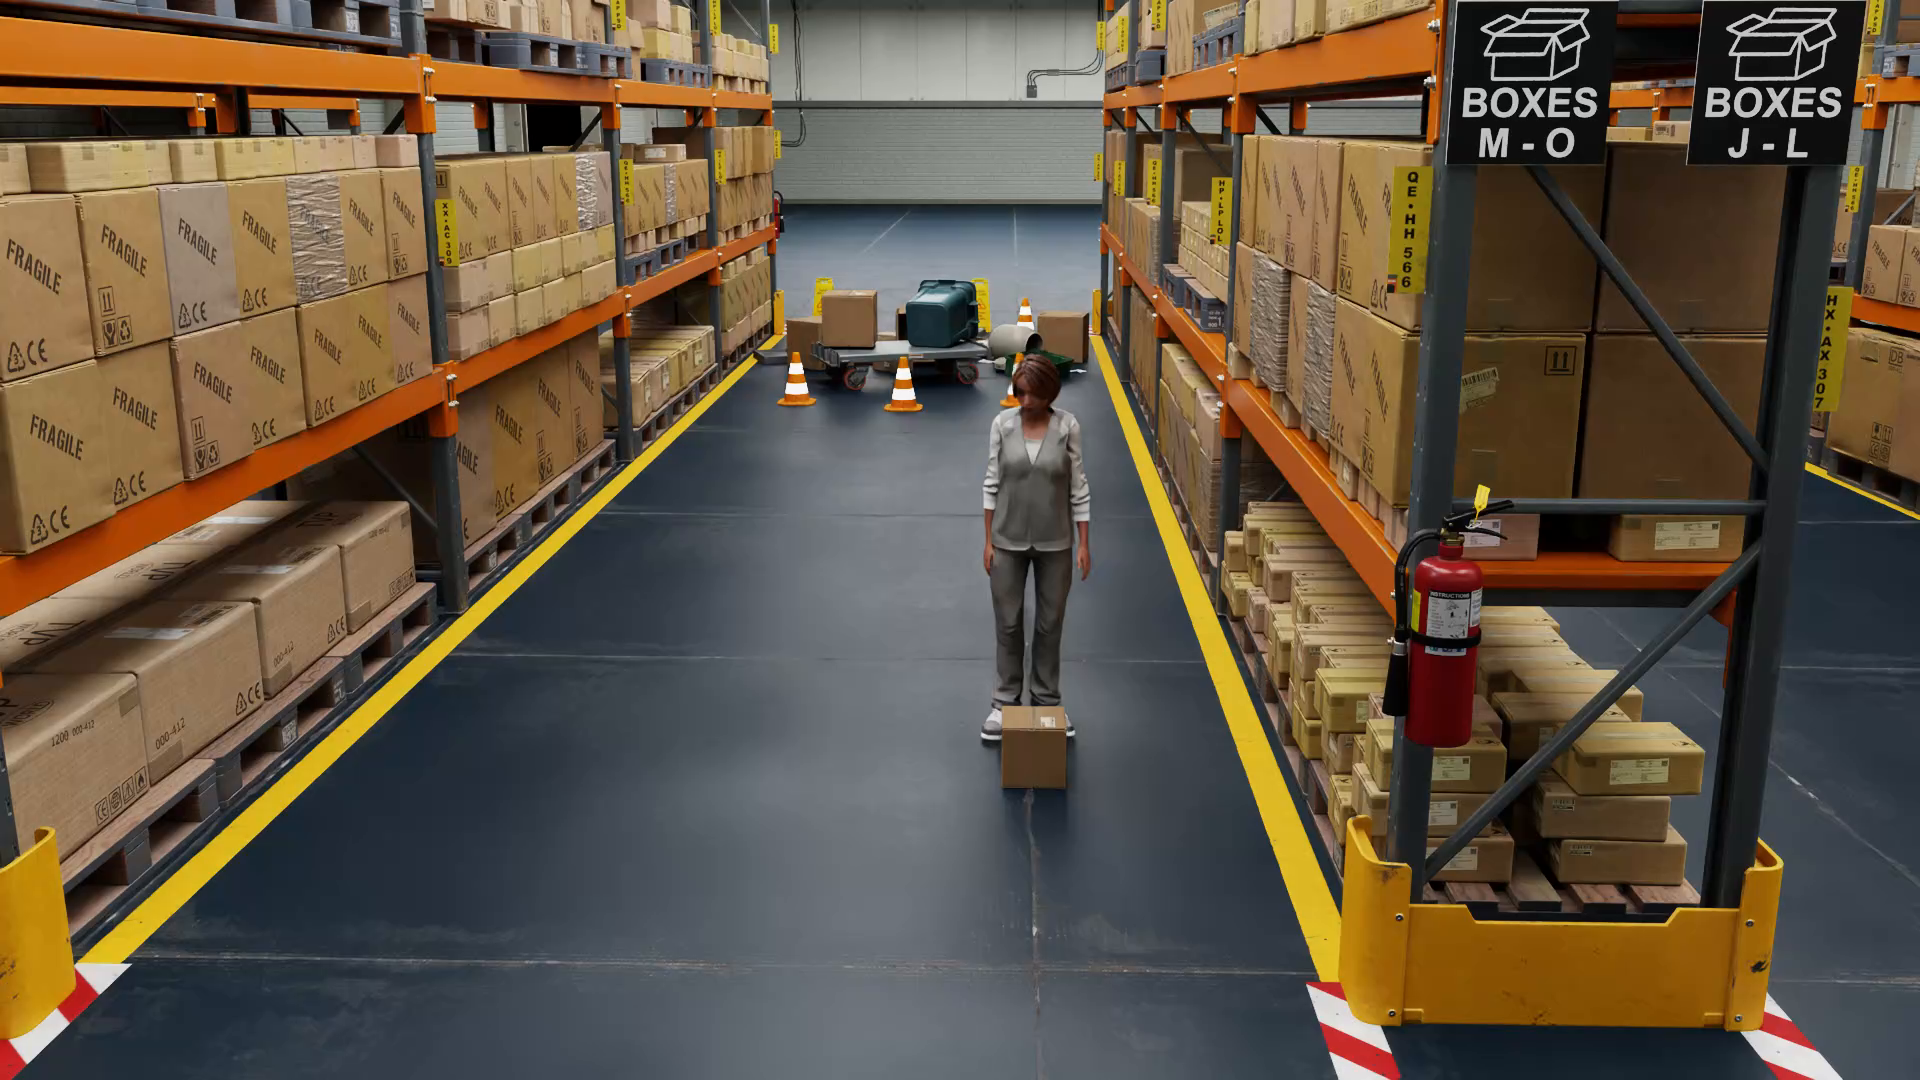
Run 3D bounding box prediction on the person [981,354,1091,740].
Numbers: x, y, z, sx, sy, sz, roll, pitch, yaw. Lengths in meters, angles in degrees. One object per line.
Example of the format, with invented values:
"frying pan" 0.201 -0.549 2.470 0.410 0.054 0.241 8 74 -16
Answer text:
"person" 0.314 0.040 6.834 0.445 1.593 0.316 1 14 2
